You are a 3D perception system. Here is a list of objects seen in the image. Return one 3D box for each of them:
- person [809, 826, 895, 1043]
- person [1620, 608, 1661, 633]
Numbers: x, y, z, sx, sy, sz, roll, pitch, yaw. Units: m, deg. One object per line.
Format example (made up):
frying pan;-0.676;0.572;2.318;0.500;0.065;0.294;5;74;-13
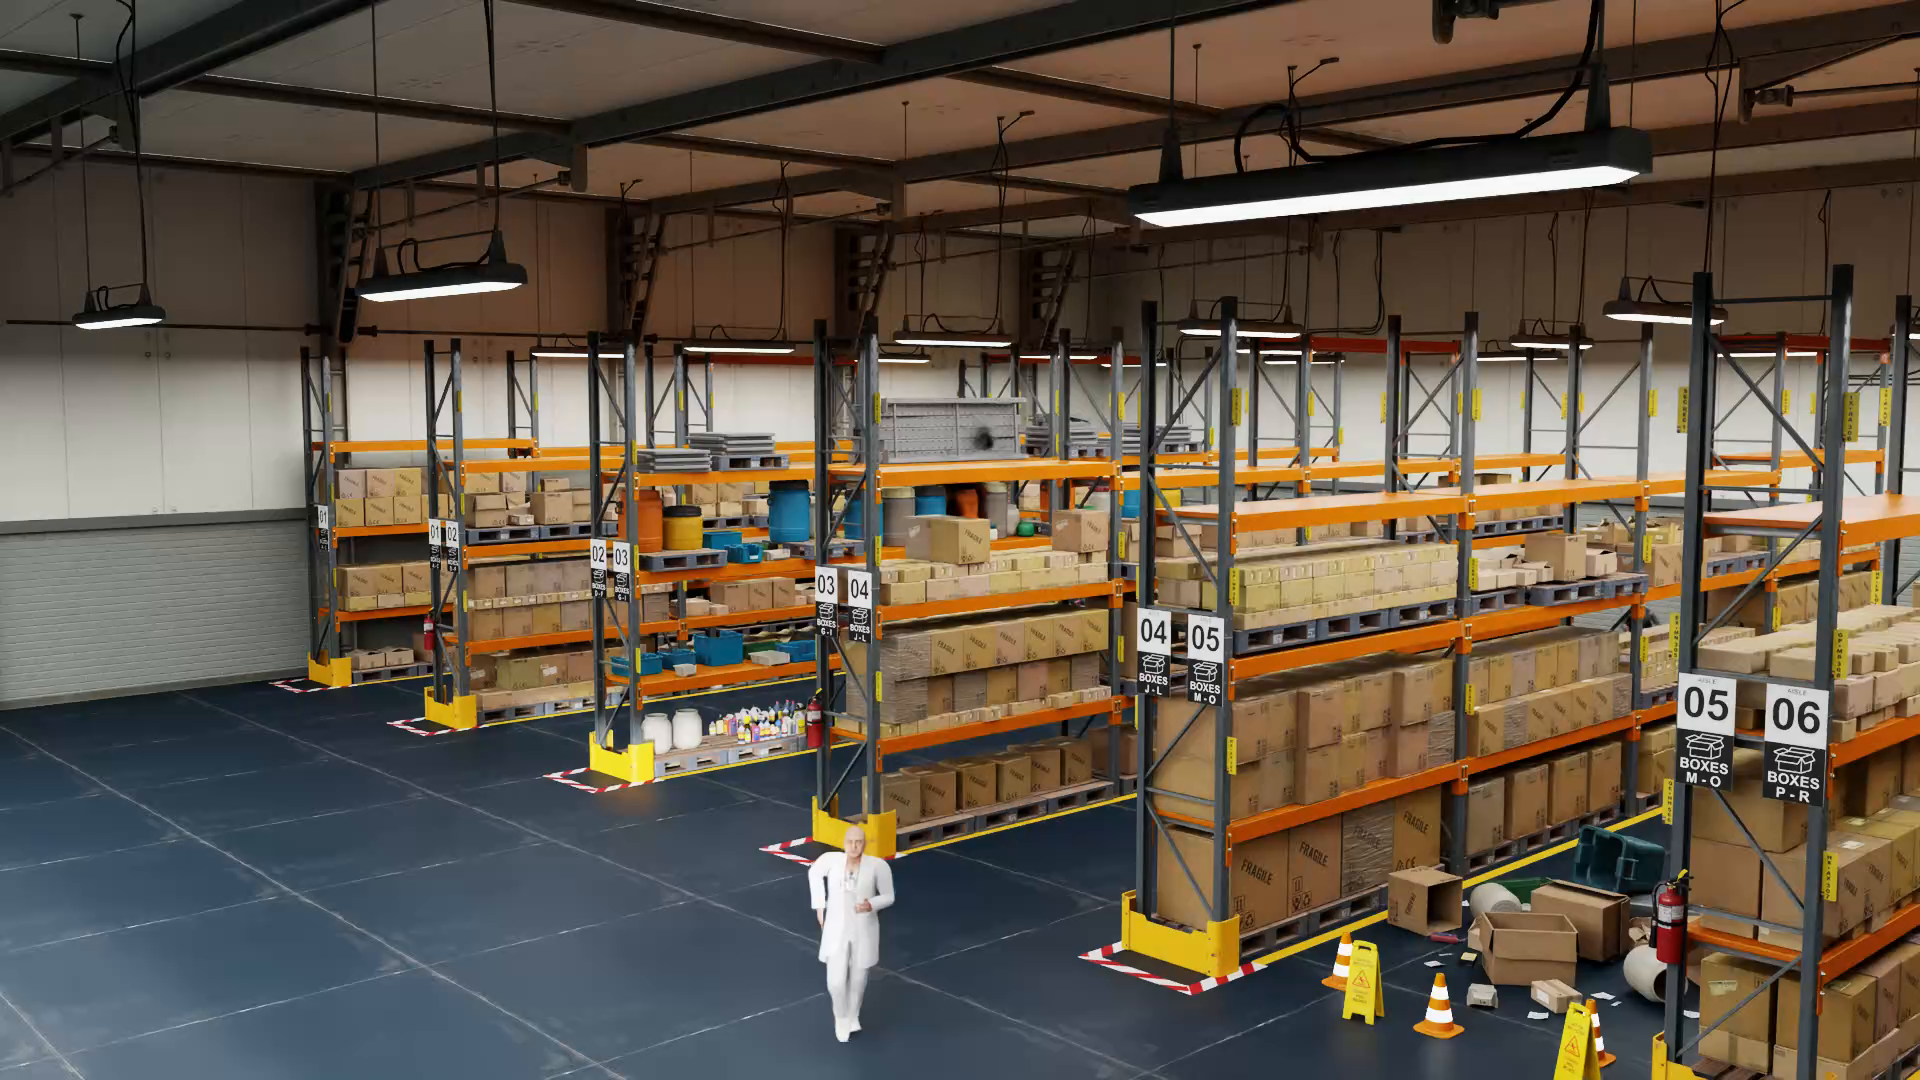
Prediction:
person;-0.864;3.227;13.220;0.691;1.565;0.799;0;5;-2
person;11.716;1.788;28.722;0.647;1.685;0.602;3;6;29
